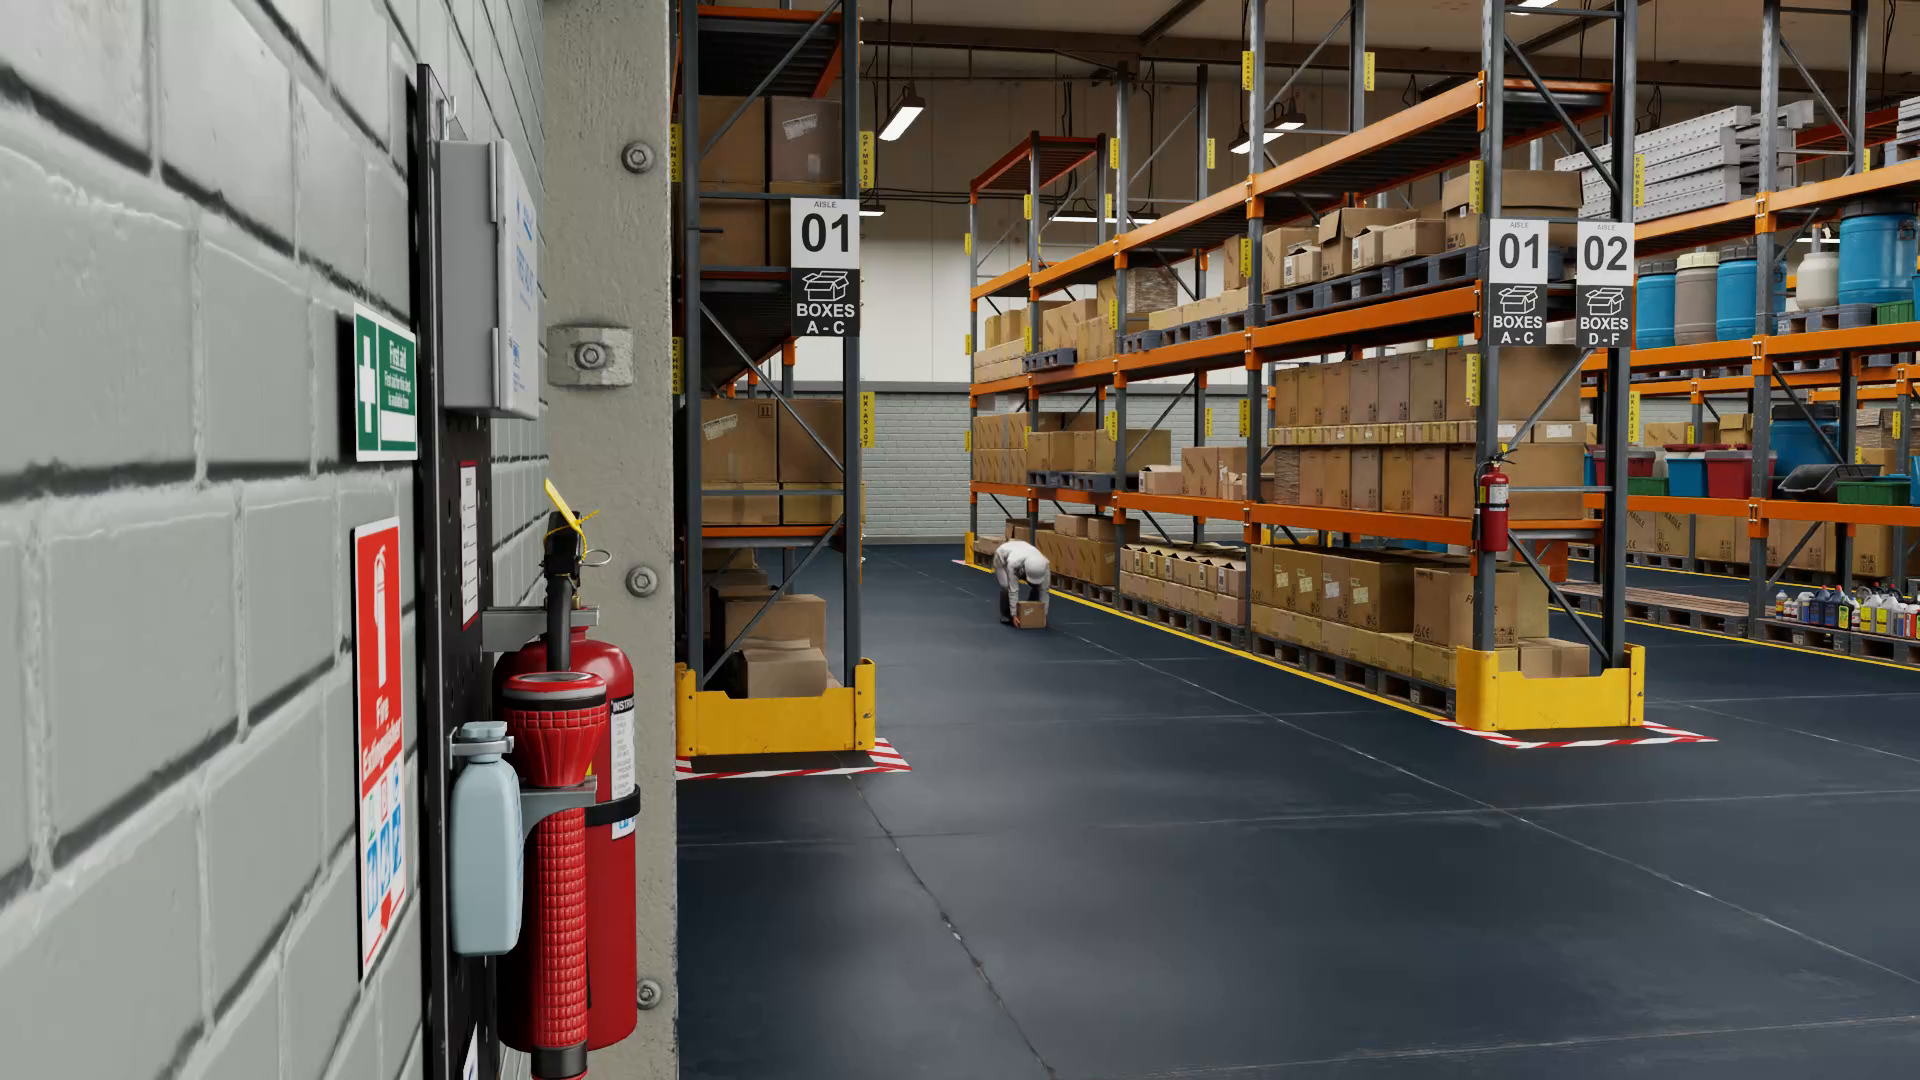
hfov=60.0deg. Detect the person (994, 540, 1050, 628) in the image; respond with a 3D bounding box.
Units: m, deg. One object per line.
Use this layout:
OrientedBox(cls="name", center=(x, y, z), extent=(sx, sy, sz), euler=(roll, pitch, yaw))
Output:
OrientedBox(cls="person", center=(0.658, 0.445, 16.923), extent=(0.516, 0.860, 1.005), euler=(-1, 3, -13))
